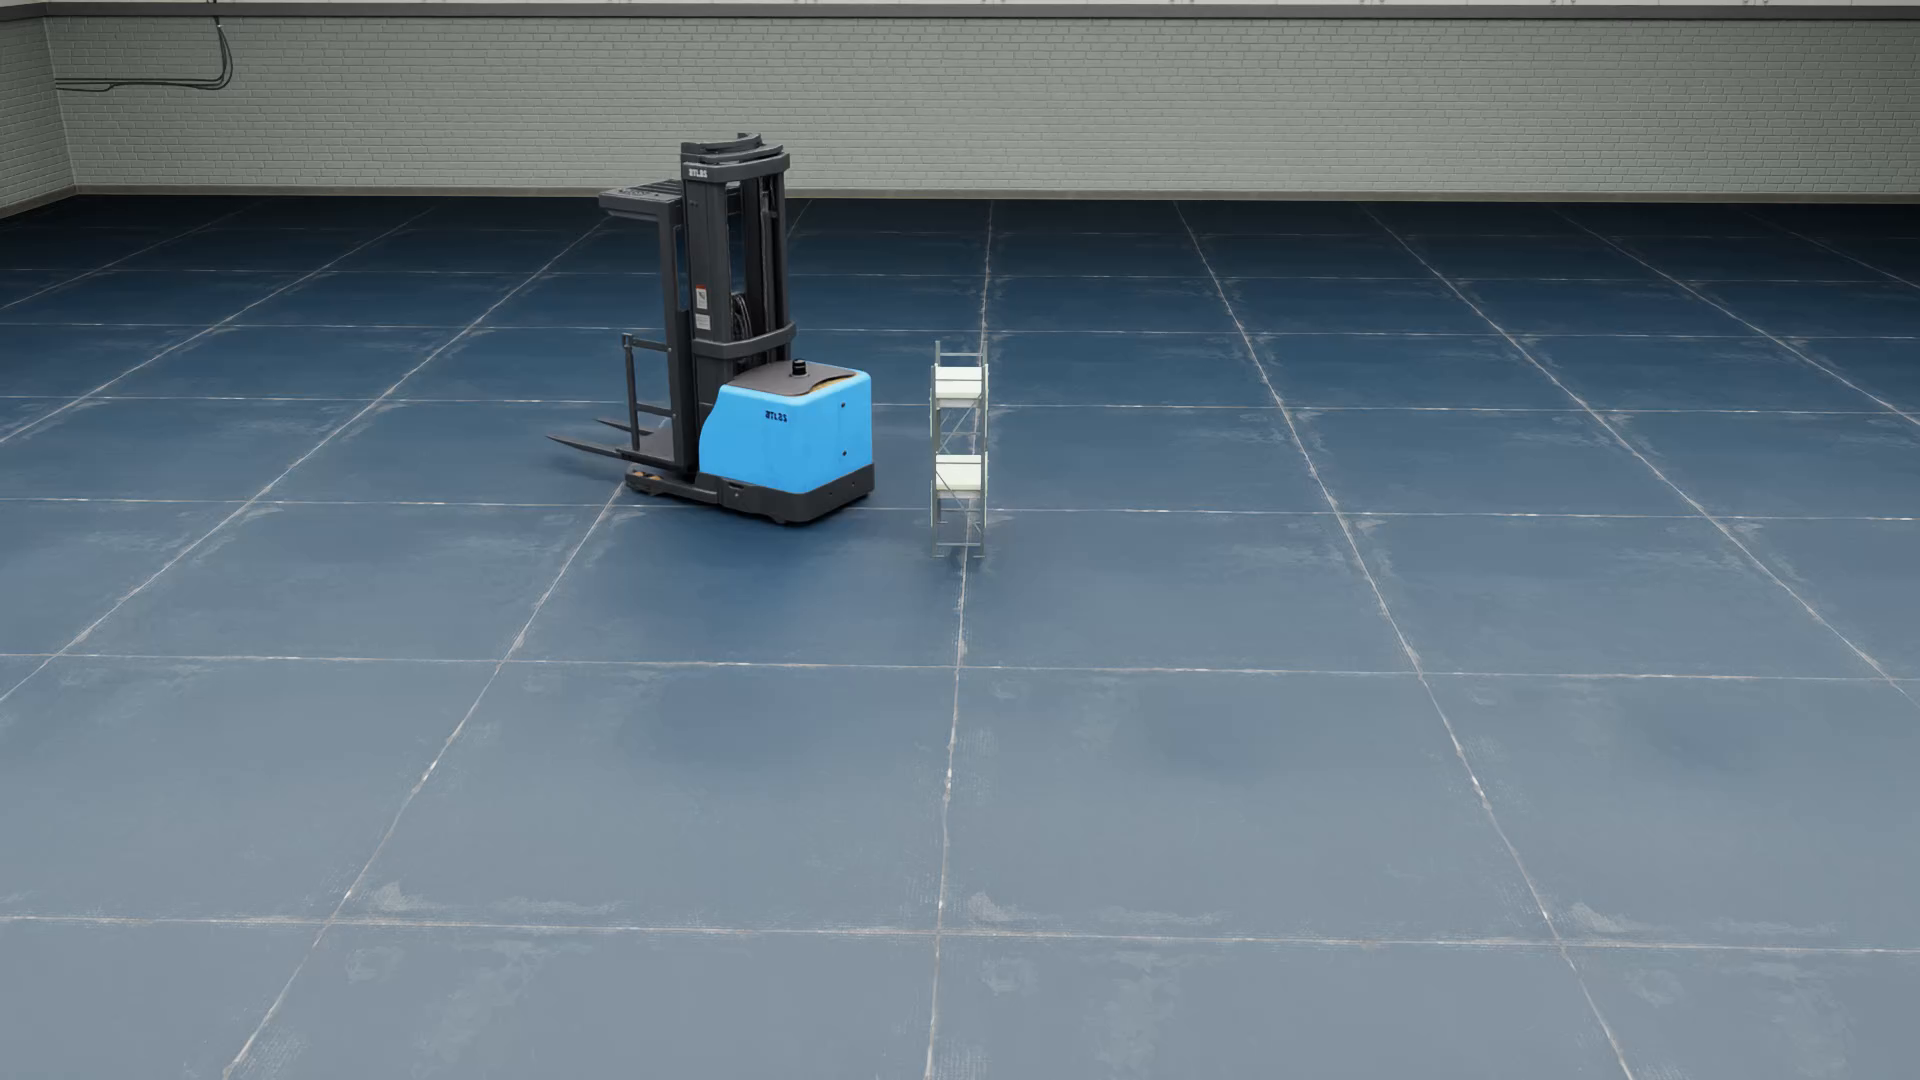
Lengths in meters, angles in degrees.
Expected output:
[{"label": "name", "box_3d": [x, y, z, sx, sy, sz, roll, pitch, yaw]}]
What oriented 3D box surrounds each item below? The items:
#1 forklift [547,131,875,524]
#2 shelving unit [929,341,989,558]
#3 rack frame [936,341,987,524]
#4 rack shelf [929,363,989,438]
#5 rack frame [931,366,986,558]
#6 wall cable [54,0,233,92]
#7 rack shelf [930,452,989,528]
[{"label": "forklift", "box_3d": [-2.229, -1.883, 13.830, 3.031, 2.935, 1.130, 13, 25, 31]}, {"label": "shelving unit", "box_3d": [0.000, -0.702, 12.764, 0.431, 1.500, 0.755, 1, 21, 2]}, {"label": "rack frame", "box_3d": [0.011, -0.834, 13.105, 0.400, 1.500, 0.023, 1, 21, 2]}, {"label": "rack shelf", "box_3d": [0.000, -1.065, 12.623, 0.431, 0.370, 0.720, 1, 21, 2]}, {"label": "rack frame", "box_3d": [-0.011, -0.569, 12.423, 0.400, 1.500, 0.023, 1, 21, 2]}, {"label": "wall cable", "box_3d": [-13.454, -8.559, 26.940, 3.097, 2.526, 0.112, 1, 21, 2]}, {"label": "rack shelf", "box_3d": [0.000, -0.398, 12.882, 0.431, 0.370, 0.720, 1, 21, 2]}]
